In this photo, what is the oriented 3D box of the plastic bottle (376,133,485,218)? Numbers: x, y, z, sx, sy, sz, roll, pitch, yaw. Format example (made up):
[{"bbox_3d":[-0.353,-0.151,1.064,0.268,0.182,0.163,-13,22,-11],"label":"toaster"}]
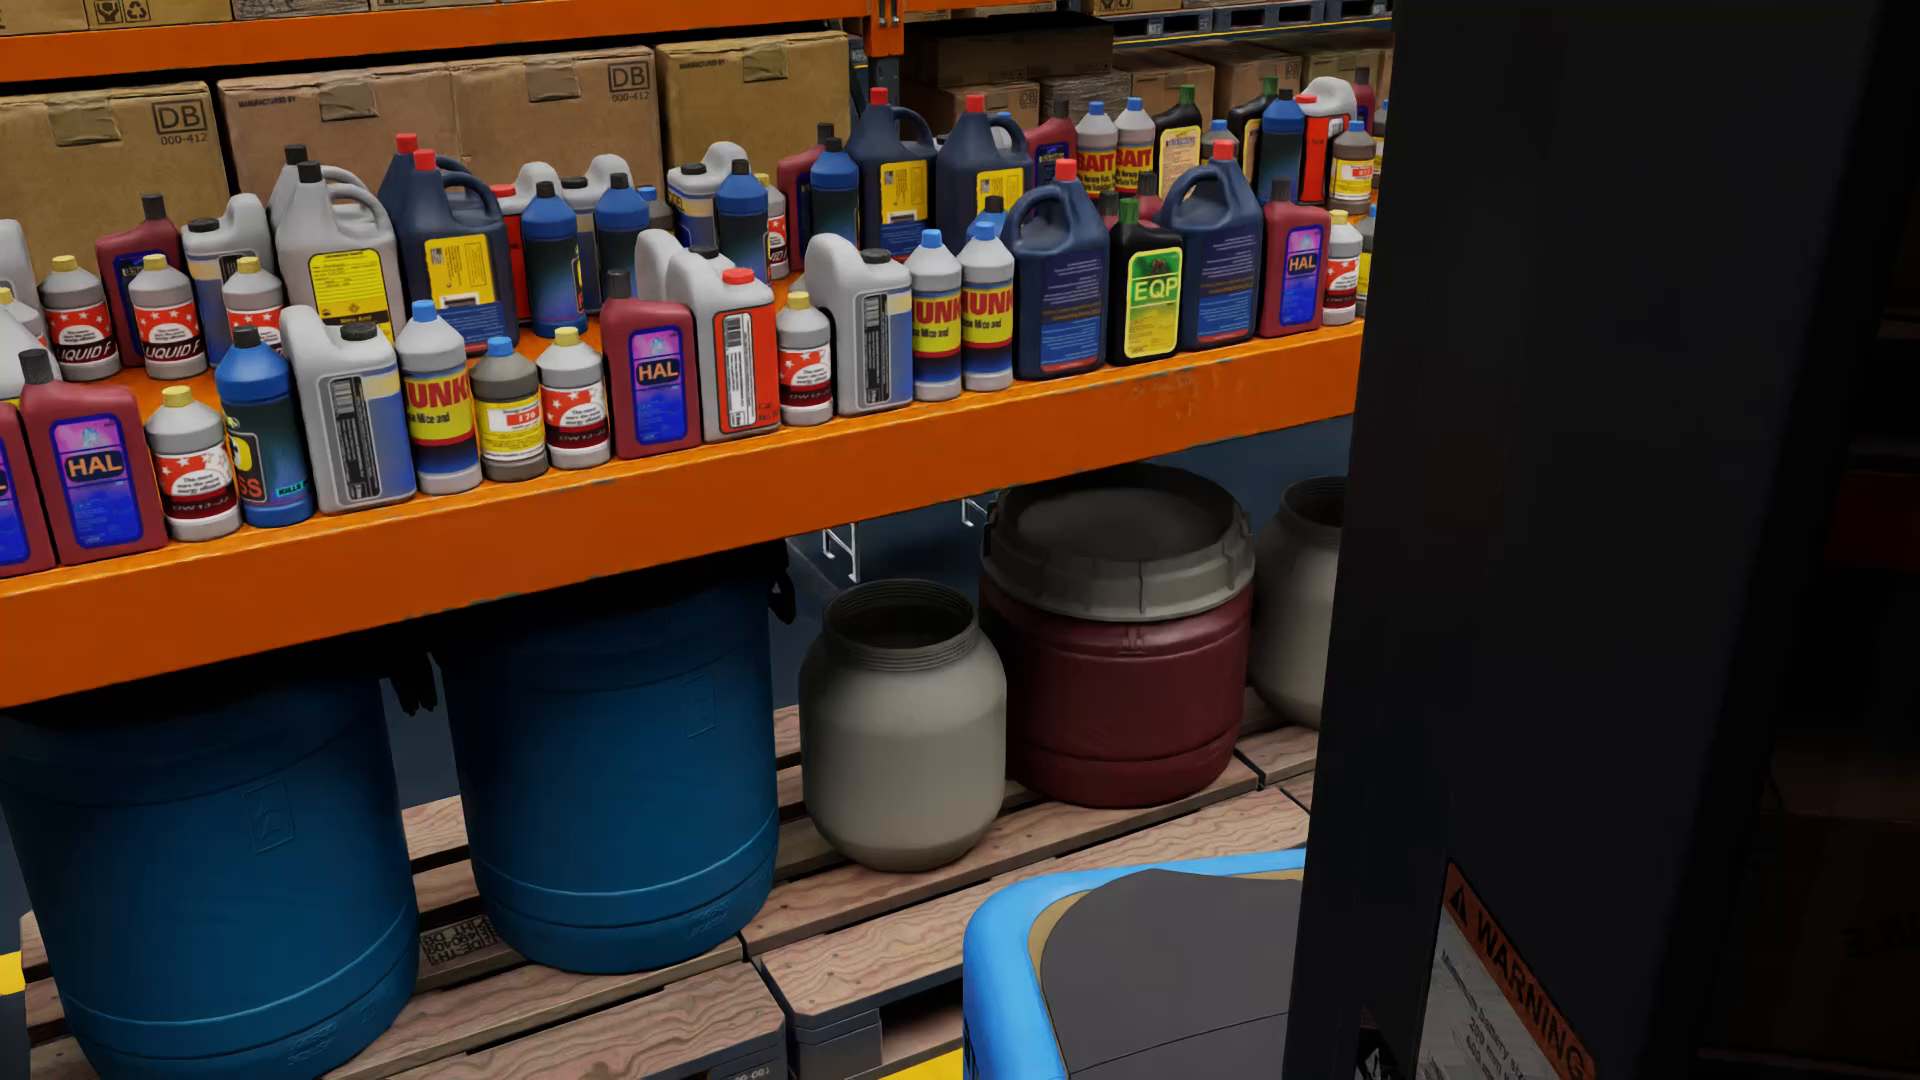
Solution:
[{"bbox_3d":[-0.950,-0.555,2.998,0.185,0.351,0.144,-13,29,-25],"label":"plastic bottle"}]

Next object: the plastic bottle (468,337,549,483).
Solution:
[{"bbox_3d":[-0.658,-0.194,2.419,0.097,0.201,0.097,0,26,0],"label":"plastic bottle"}]

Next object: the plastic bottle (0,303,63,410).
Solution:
[{"bbox_3d":[-1.271,-0.162,2.178,0.185,0.351,0.144,-13,29,-25],"label":"plastic bottle"}]

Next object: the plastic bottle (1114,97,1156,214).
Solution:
[{"bbox_3d":[0.381,-0.838,3.679,0.097,0.271,0.097,0,26,0],"label":"plastic bottle"}]

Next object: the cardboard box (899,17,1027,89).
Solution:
[{"bbox_3d":[0.006,-2.491,8.487,0.500,0.250,0.500,-12,28,-23],"label":"cardboard box"}]

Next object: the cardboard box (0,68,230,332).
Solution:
[{"bbox_3d":[-3.545,-1.489,6.855,0.875,0.875,1.225,-13,29,-25],"label":"cardboard box"}]

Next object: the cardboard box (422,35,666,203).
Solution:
[{"bbox_3d":[-1.980,-1.854,7.616,0.875,0.875,1.225,-13,29,-25],"label":"cardboard box"}]

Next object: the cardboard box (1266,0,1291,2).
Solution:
[{"bbox_3d":[2.900,-5.366,14.931,0.875,0.875,0.875,-13,29,-26],"label":"cardboard box"}]

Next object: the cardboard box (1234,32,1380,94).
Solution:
[{"bbox_3d":[1.977,-2.613,9.607,0.500,0.500,0.700,-13,29,-25],"label":"cardboard box"}]

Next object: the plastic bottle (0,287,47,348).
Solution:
[{"bbox_3d":[-1.499,-0.298,2.635,0.097,0.201,0.097,0,26,0],"label":"plastic bottle"}]

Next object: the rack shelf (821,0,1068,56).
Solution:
[{"bbox_3d":[1.194,-3.017,8.899,4.000,0.370,1.077,-13,29,-25],"label":"rack shelf"}]

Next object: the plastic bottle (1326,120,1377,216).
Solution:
[{"bbox_3d":[0.893,-0.850,3.784,0.097,0.201,0.097,0,26,0],"label":"plastic bottle"}]

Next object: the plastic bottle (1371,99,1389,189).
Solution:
[{"bbox_3d":[1.025,-0.955,4.003,0.097,0.201,0.097,0,26,0],"label":"plastic bottle"}]

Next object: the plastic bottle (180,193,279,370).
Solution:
[{"bbox_3d":[-1.252,-0.450,2.865,0.135,0.276,0.152,-13,29,-25],"label":"plastic bottle"}]

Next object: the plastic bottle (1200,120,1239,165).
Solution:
[{"bbox_3d":[0.585,-0.854,3.792,0.097,0.201,0.097,0,26,0],"label":"plastic bottle"}]

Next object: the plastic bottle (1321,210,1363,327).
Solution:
[{"bbox_3d":[0.688,-0.505,3.066,0.097,0.201,0.097,0,26,0],"label":"plastic bottle"}]

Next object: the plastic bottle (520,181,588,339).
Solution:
[{"bbox_3d":[-0.732,-0.507,2.988,0.097,0.271,0.097,0,26,0],"label":"plastic bottle"}]

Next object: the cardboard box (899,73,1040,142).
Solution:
[{"bbox_3d":[0.011,-2.149,8.641,0.500,0.500,0.700,-15,29,-28],"label":"cardboard box"}]

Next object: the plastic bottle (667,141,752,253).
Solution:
[{"bbox_3d":[-0.483,-0.627,3.234,0.135,0.276,0.152,-13,29,-25],"label":"plastic bottle"}]

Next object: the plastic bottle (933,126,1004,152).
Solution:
[{"bbox_3d":[0.002,-0.739,3.467,0.135,0.276,0.152,-13,29,-25],"label":"plastic bottle"}]

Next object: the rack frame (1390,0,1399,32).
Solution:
[{"bbox_3d":[2.958,-3.749,9.592,0.127,3.000,1.000,-13,29,-25],"label":"rack frame"}]

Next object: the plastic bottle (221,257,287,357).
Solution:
[{"bbox_3d":[-1.177,-0.372,2.790,0.097,0.201,0.097,0,26,0],"label":"plastic bottle"}]

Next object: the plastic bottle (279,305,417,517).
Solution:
[{"bbox_3d":[-0.859,-0.195,2.334,0.135,0.276,0.152,-13,29,-25],"label":"plastic bottle"}]

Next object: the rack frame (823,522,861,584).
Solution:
[{"bbox_3d":[-0.361,-0.457,4.817,0.015,1.200,0.240,-13,29,-25],"label":"rack frame"}]

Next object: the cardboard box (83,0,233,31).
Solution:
[{"bbox_3d":[-3.134,-2.265,6.387,0.500,0.500,0.500,-13,29,-25],"label":"cardboard box"}]

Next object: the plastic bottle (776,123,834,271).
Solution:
[{"bbox_3d":[-0.301,-0.695,3.367,0.133,0.283,0.061,-13,29,-25],"label":"plastic bottle"}]

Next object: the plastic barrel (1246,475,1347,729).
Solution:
[{"bbox_3d":[0.880,0.145,3.871,0.421,0.512,0.421,0,26,0],"label":"plastic barrel"}]

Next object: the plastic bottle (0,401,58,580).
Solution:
[{"bbox_3d":[-1.246,-0.087,2.100,0.133,0.283,0.061,-13,29,-25],"label":"plastic bottle"}]

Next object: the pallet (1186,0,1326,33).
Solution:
[{"bbox_3d":[2.499,-4.782,14.965,1.213,0.211,1.003,-13,29,-25],"label":"pallet"}]

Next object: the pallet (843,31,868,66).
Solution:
[{"bbox_3d":[-1.010,-3.970,13.275,1.213,0.211,1.003,-13,29,-25],"label":"pallet"}]

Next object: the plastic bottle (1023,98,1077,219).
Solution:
[{"bbox_3d":[0.185,-0.807,3.600,0.133,0.283,0.061,-13,29,-25],"label":"plastic bottle"}]

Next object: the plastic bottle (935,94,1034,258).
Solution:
[{"bbox_3d":[0.050,-0.711,3.323,0.185,0.351,0.144,-13,29,-25],"label":"plastic bottle"}]

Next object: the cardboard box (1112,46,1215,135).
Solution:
[{"bbox_3d":[0.991,-2.385,9.132,0.500,0.500,0.700,-11,28,-21],"label":"cardboard box"}]

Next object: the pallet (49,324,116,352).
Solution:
[{"bbox_3d":[-3.455,-1.048,7.189,1.213,0.211,1.003,-13,29,-25],"label":"pallet"}]

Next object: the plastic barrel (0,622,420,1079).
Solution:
[{"bbox_3d":[-1.282,0.425,2.839,0.708,0.901,0.600,-13,29,-25],"label":"plastic barrel"}]

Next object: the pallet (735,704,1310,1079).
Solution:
[{"bbox_3d":[0.008,0.638,3.677,1.213,0.211,1.003,-13,29,-25],"label":"pallet"}]

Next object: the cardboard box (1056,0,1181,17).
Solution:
[{"bbox_3d":[1.302,-4.996,14.160,0.875,0.875,0.875,-13,28,-24],"label":"cardboard box"}]

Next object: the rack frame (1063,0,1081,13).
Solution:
[{"bbox_3d":[0.714,-5.663,13.580,0.127,3.000,1.000,-13,29,-25],"label":"rack frame"}]

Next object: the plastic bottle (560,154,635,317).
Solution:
[{"bbox_3d":[-0.688,-0.580,3.136,0.135,0.276,0.152,-13,29,-25],"label":"plastic bottle"}]

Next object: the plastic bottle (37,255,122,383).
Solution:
[{"bbox_3d":[-1.485,-0.376,2.797,0.097,0.201,0.097,0,26,0],"label":"plastic bottle"}]

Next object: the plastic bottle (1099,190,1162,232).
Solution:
[{"bbox_3d":[0.286,-0.470,2.898,0.133,0.283,0.061,-13,29,-25],"label":"plastic bottle"}]

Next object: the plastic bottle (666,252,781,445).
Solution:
[{"bbox_3d":[-0.365,-0.309,2.571,0.135,0.276,0.152,-13,29,-25],"label":"plastic bottle"}]

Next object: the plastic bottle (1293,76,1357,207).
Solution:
[{"bbox_3d":[0.817,-0.928,3.859,0.135,0.276,0.152,-13,29,-25],"label":"plastic bottle"}]

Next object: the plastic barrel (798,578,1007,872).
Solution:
[{"bbox_3d":[-0.117,0.375,3.392,0.421,0.512,0.421,0,26,0],"label":"plastic barrel"}]

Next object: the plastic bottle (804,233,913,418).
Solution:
[{"bbox_3d":[-0.160,-0.356,2.670,0.135,0.276,0.152,-13,29,-25],"label":"plastic bottle"}]

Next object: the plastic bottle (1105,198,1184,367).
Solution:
[{"bbox_3d":[0.314,-0.447,2.850,0.133,0.283,0.061,-13,29,-25],"label":"plastic bottle"}]

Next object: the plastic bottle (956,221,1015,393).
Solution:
[{"bbox_3d":[0.041,-0.387,2.740,0.097,0.271,0.097,0,26,0],"label":"plastic bottle"}]

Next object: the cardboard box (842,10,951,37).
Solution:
[{"bbox_3d":[-0.645,-4.483,13.235,0.750,0.750,1.050,-13,29,-25],"label":"cardboard box"}]

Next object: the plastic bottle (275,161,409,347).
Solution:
[{"bbox_3d":[-1.045,-0.463,2.805,0.185,0.351,0.144,-13,29,-25],"label":"plastic bottle"}]

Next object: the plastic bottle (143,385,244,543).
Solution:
[{"bbox_3d":[-1.035,-0.108,2.238,0.097,0.201,0.097,0,26,0],"label":"plastic bottle"}]

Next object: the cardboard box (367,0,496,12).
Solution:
[{"bbox_3d":[-2.239,-2.474,6.822,0.500,0.500,0.500,-12,28,-24],"label":"cardboard box"}]

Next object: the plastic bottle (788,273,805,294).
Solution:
[{"bbox_3d":[-0.236,-0.367,2.777,0.097,0.201,0.097,0,26,0],"label":"plastic bottle"}]

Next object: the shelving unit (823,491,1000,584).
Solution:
[{"bbox_3d":[-0.146,-0.507,4.920,0.503,1.200,0.258,-13,29,-25],"label":"shelving unit"}]

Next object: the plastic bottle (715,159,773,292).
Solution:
[{"bbox_3d":[-0.408,-0.581,3.144,0.097,0.271,0.097,0,26,0],"label":"plastic bottle"}]
